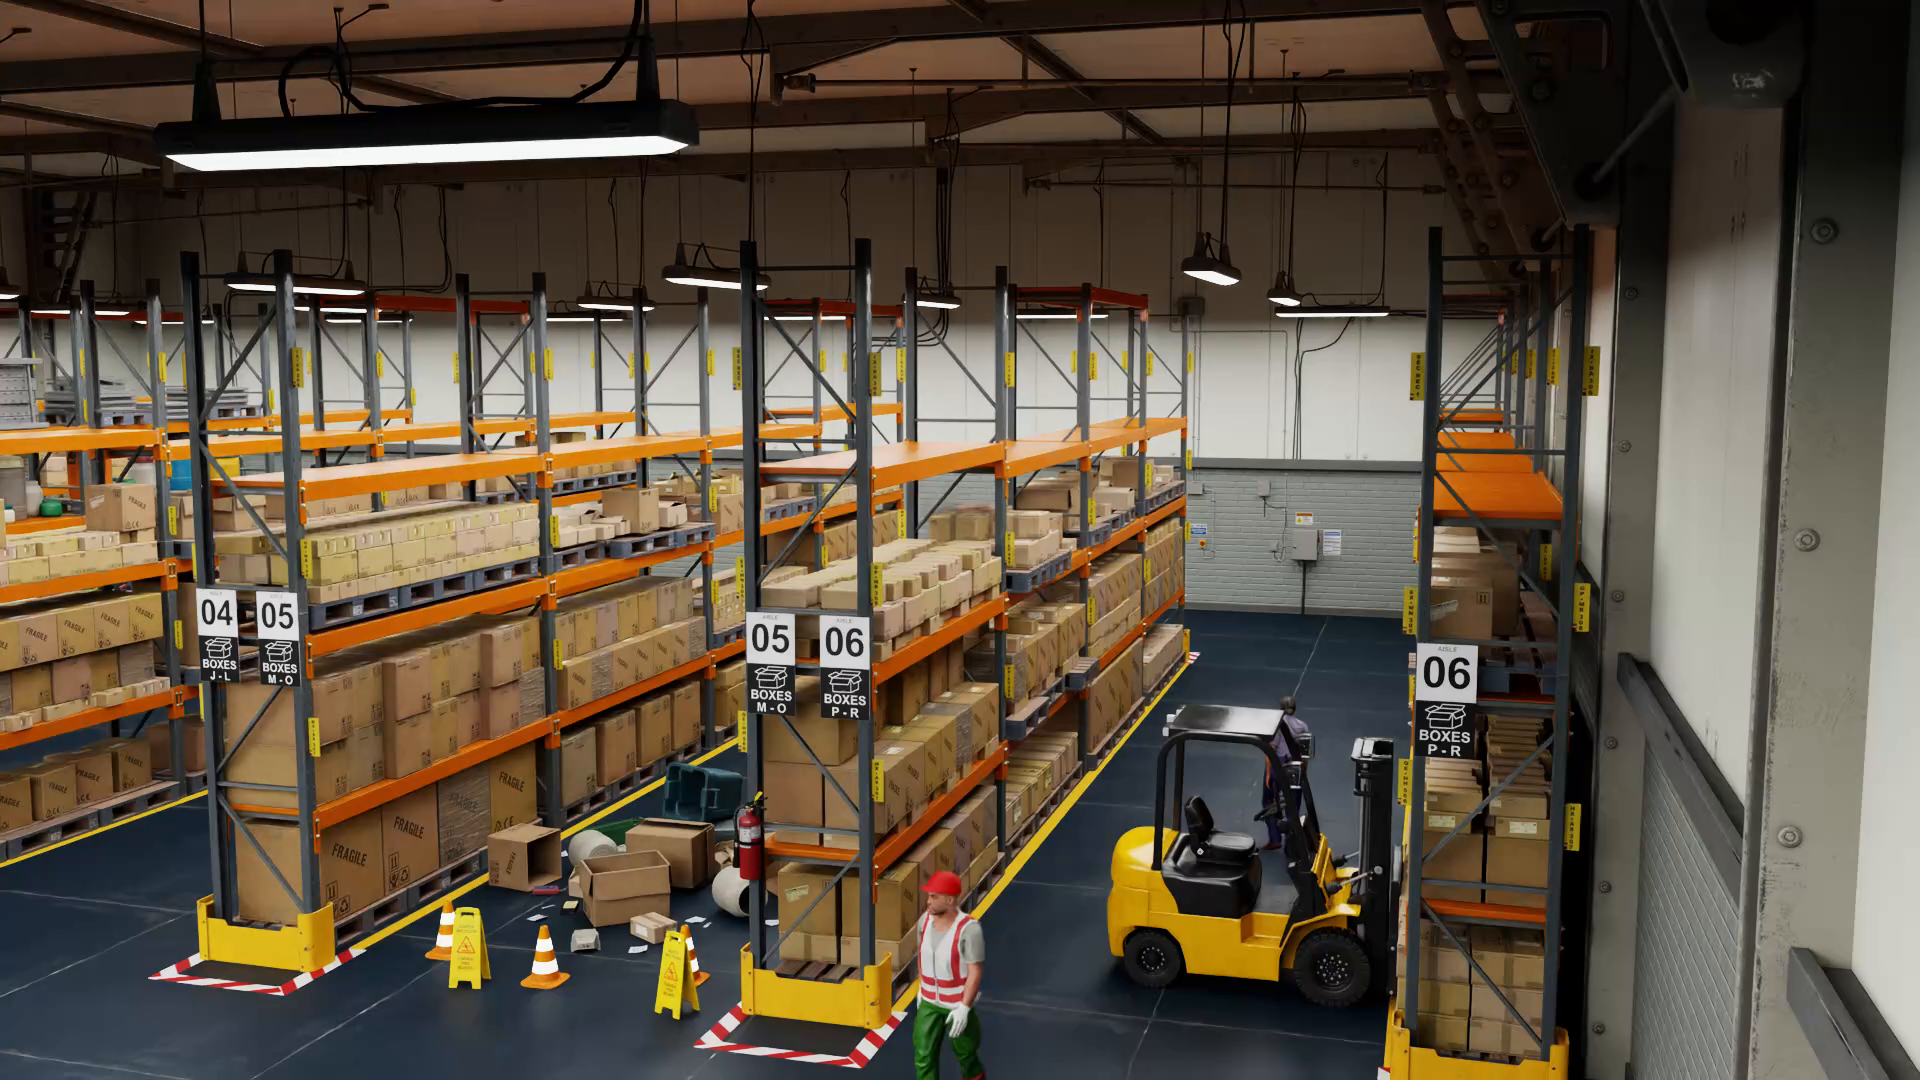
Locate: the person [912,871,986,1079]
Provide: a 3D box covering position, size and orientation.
[{"bbox_3d":[-0.128,3.067,10.927,0.585,1.787,0.818,4,8,31],"label":"person"}]

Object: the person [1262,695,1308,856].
[{"bbox_3d":[3.384,2.453,17.203,0.510,1.695,0.490,-1,6,-9],"label":"person"}]
